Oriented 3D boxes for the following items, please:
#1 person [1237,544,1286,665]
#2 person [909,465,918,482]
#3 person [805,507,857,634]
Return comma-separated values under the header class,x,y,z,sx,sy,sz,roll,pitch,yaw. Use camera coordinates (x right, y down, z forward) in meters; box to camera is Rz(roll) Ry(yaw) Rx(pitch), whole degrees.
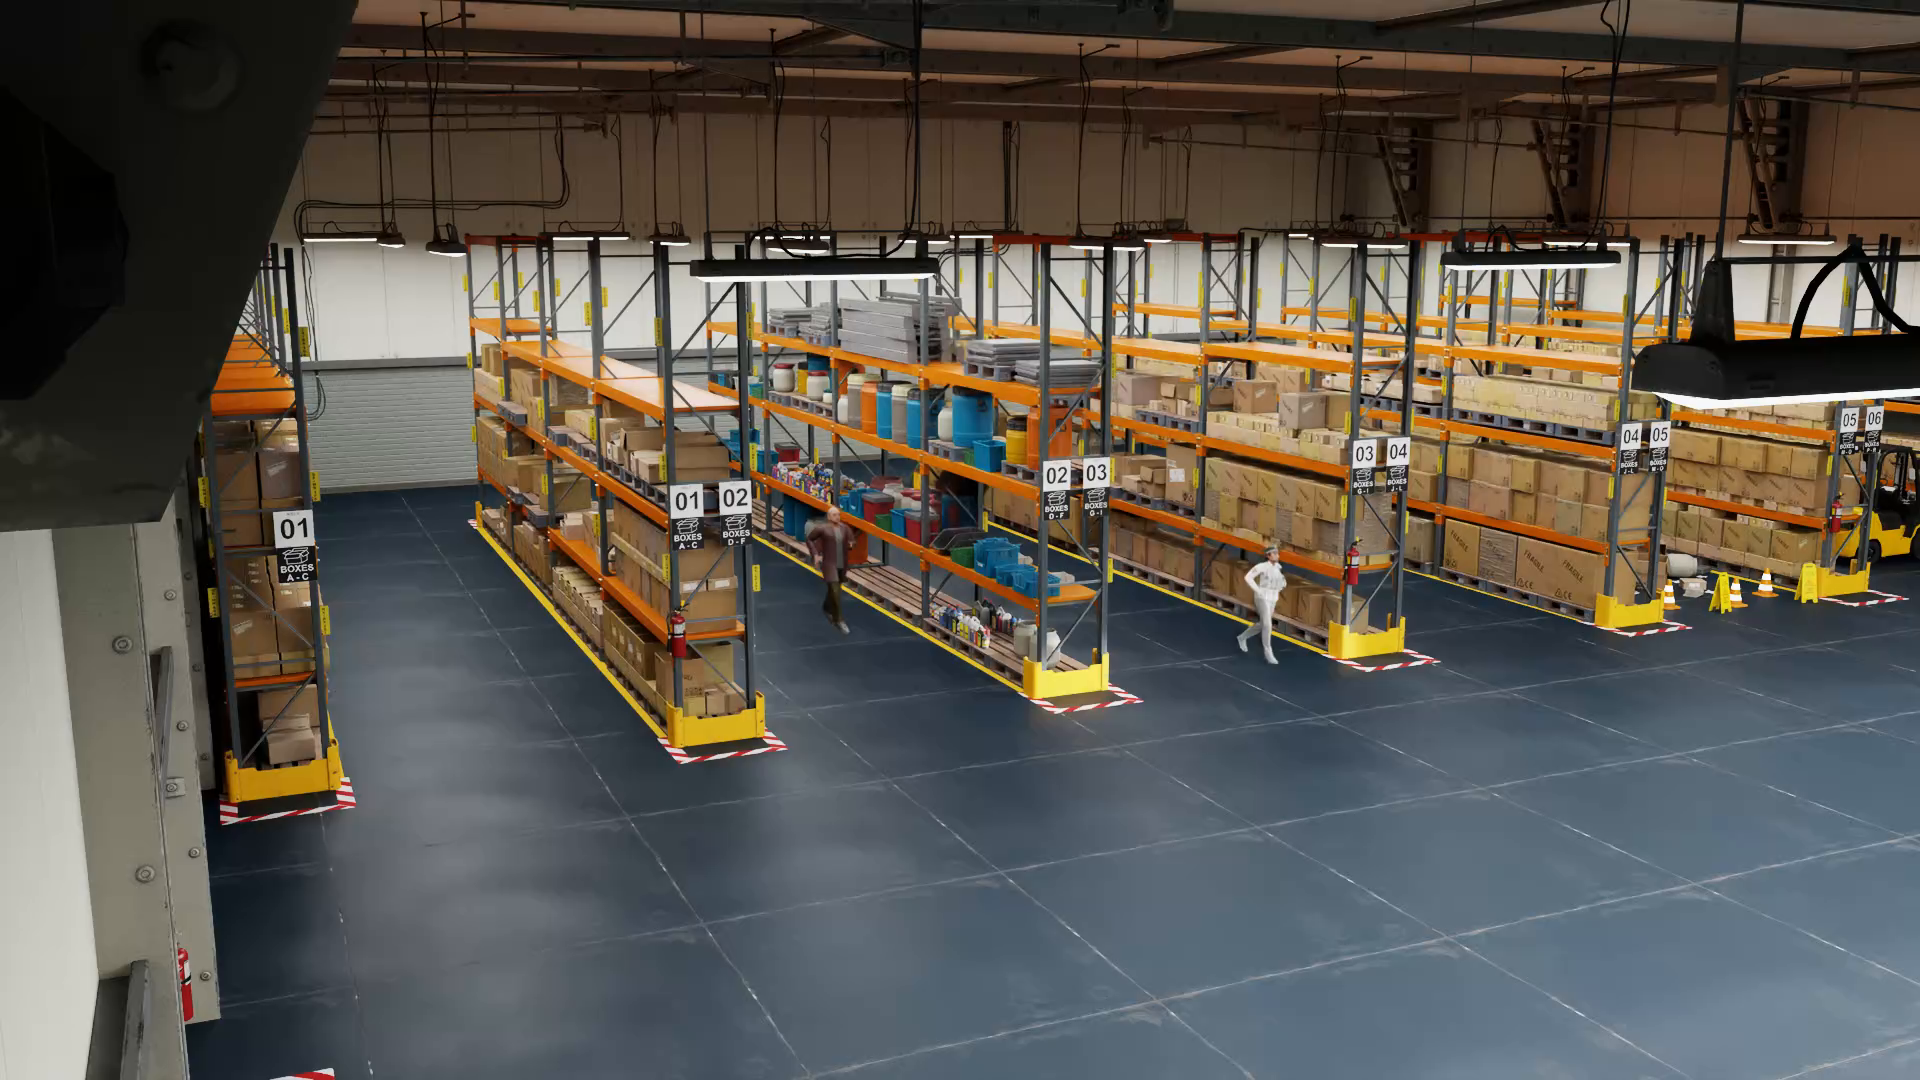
class,x,y,z,sx,sy,sz,roll,pitch,yaw
person,4.461,0.888,24.196,0.643,1.710,0.864,-8,14,-36
person,-0.827,-2.180,39.763,0.781,1.828,0.669,-1,11,-3
person,-1.852,0.458,24.687,0.689,1.734,0.919,-8,14,-37
